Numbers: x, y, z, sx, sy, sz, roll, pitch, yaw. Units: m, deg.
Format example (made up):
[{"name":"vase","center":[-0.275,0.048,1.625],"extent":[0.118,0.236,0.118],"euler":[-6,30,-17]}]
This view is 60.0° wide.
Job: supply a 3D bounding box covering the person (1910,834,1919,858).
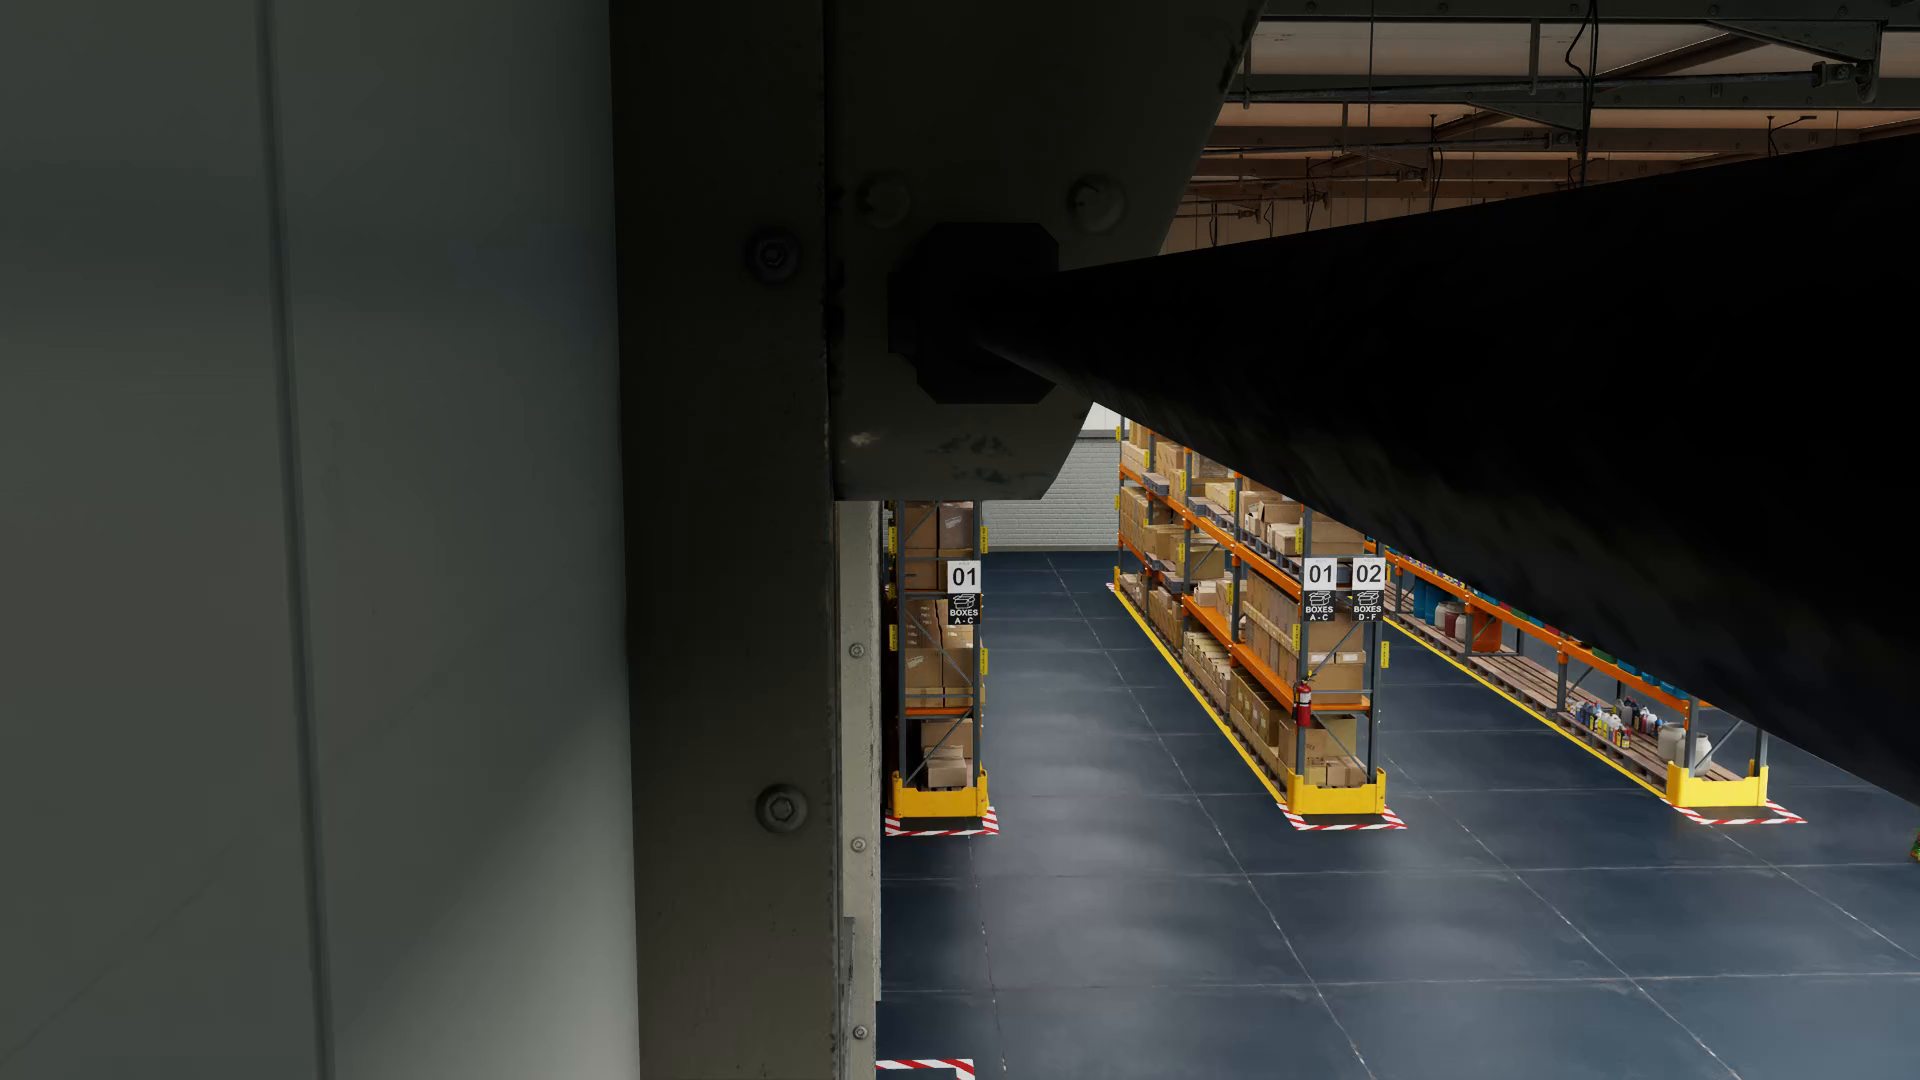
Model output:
[{"name":"person","center":[11.140,2.791,18.565],"extent":[0.799,1.796,0.636],"euler":[6,10,35]}]
